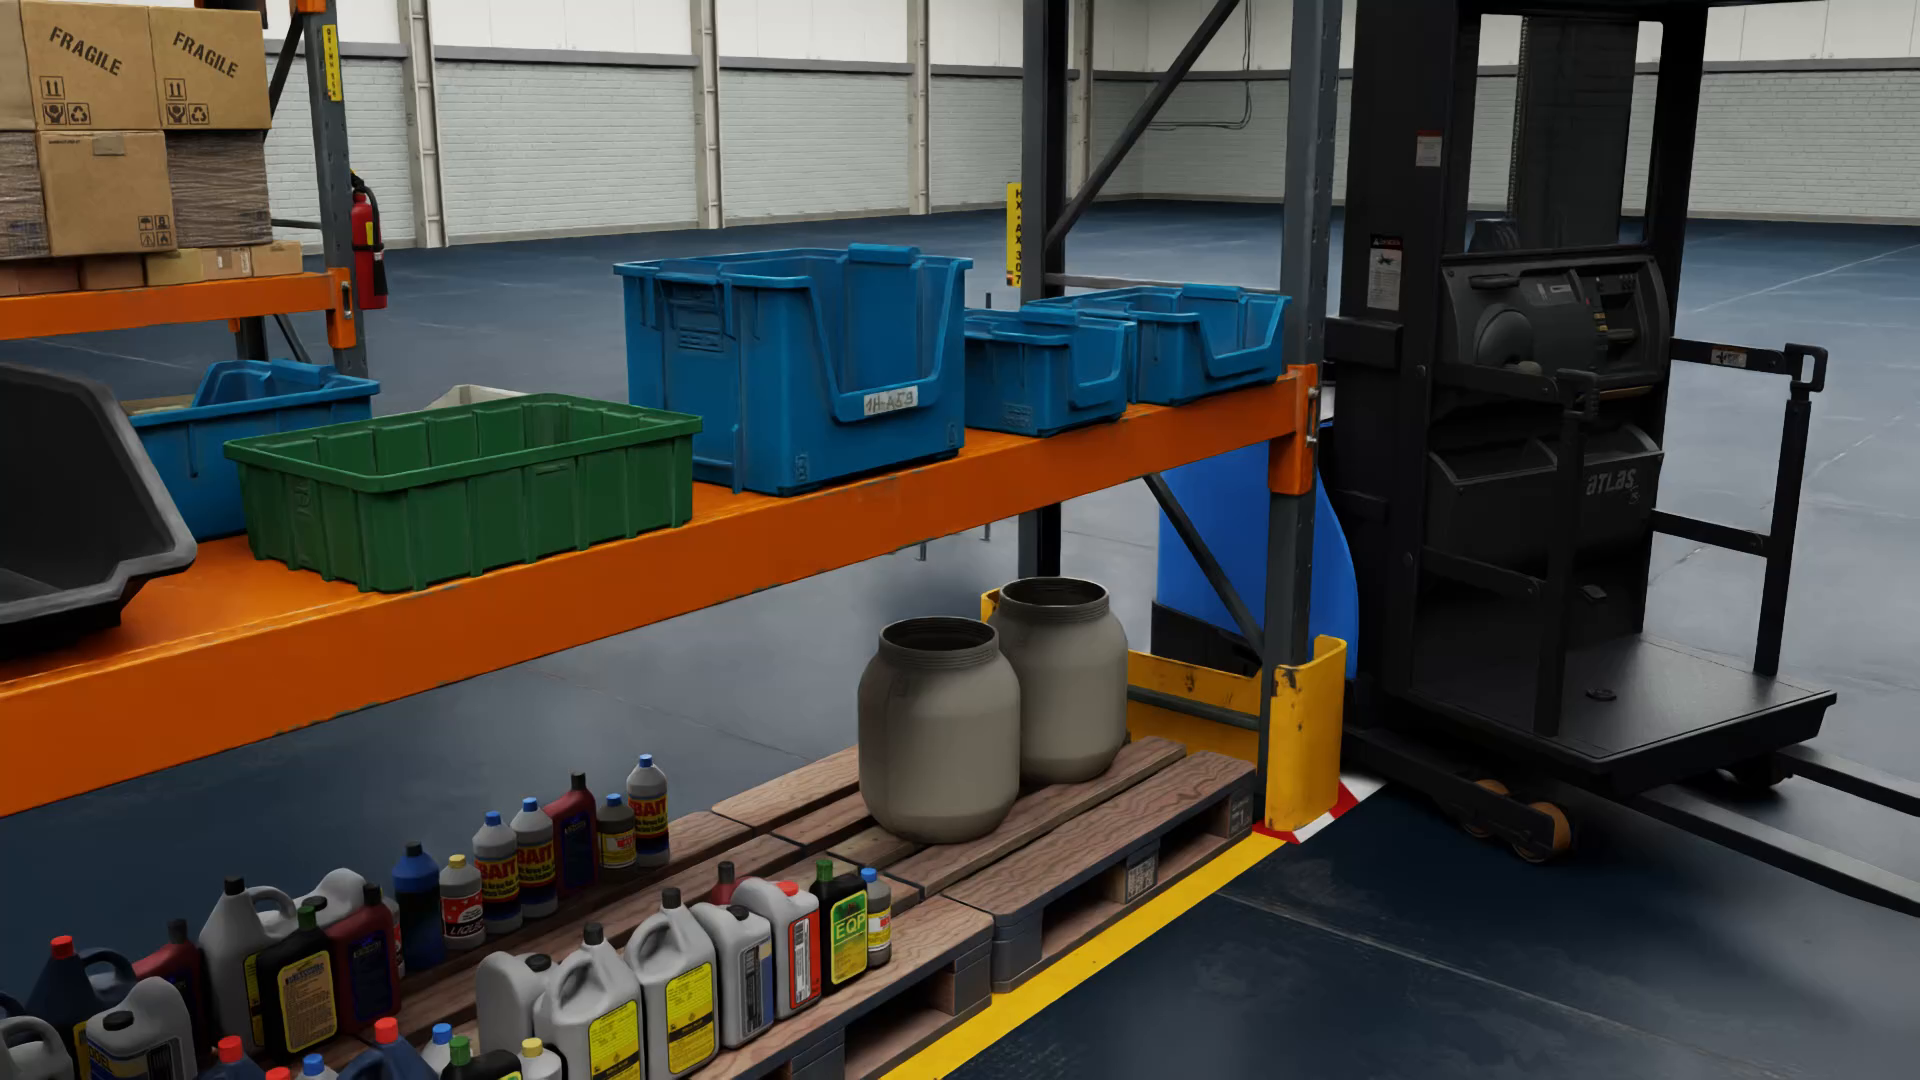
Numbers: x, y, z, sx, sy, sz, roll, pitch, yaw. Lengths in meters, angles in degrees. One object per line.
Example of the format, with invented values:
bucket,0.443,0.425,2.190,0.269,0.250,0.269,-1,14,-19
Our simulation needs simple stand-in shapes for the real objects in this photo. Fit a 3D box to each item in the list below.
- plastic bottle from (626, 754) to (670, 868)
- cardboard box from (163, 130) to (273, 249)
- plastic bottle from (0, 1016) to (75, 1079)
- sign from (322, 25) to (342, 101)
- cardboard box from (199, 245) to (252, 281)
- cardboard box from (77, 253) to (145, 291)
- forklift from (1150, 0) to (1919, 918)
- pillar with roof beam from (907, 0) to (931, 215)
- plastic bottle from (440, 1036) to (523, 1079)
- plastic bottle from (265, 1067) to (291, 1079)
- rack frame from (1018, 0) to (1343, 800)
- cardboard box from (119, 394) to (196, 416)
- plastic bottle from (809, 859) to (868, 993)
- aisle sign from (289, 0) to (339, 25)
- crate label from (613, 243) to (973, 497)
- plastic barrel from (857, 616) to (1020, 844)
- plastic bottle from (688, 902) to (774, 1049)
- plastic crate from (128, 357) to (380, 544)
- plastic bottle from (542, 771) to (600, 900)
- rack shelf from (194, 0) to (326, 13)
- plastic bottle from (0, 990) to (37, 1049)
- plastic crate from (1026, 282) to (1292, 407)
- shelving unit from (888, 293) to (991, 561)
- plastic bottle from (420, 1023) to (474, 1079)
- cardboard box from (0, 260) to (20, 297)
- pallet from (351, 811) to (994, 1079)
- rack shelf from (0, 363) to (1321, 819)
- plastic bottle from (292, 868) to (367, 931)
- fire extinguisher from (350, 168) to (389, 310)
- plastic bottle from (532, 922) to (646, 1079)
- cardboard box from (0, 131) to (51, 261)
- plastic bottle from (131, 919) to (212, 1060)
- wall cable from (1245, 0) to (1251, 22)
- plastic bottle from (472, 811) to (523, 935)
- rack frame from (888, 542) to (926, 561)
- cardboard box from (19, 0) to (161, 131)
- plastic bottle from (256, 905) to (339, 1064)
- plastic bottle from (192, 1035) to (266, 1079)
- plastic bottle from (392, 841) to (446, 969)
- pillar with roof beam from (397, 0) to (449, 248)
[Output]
plastic bottle,-0.766,0.659,4.085,0.097,0.271,0.097,0,14,0
cardboard box,-3.604,-1.607,7.550,0.875,0.500,0.500,11,18,38
plastic bottle,-1.606,0.942,2.810,0.144,0.351,0.185,11,18,38
sign,-2.818,-2.140,7.463,0.100,0.325,0.005,11,18,38
cardboard box,-3.413,-1.260,7.500,0.380,0.149,0.250,11,18,38
cardboard box,-3.699,-1.158,7.101,0.380,0.149,0.250,11,18,38
forklift,1.889,-0.657,4.757,1.130,2.935,3.031,-9,17,-30
pillar with roof beam,2.486,-10.660,31.811,9.100,9.000,0.400,11,18,38
plastic bottle,-0.814,0.968,2.842,0.061,0.283,0.133,12,19,40
plastic bottle,-1.068,0.997,2.592,0.144,0.351,0.185,12,18,39
rack frame,0.615,-0.749,4.980,1.000,3.000,0.127,11,18,38
cardboard box,-3.642,-0.391,7.793,0.500,0.500,0.500,-12,18,-39
plastic bottle,-0.257,0.799,3.510,0.061,0.283,0.133,12,18,39
aisle sign,-2.965,-2.741,7.541,0.394,0.787,0.004,11,18,38
crate label,-0.331,-0.372,3.424,0.502,0.435,0.616,11,18,38
plastic barrel,-0.054,0.487,4.314,0.421,0.512,0.421,0,14,0
plastic bottle,-0.465,0.848,3.332,0.152,0.276,0.135,11,18,36
plastic crate,-1.414,-0.165,2.983,0.499,0.251,0.616,11,18,38
plastic bottle,-0.923,0.694,3.924,0.061,0.283,0.133,12,18,38
rack shelf,-4.494,-2.238,6.209,1.077,0.370,4.000,11,18,38
plastic bottle,-1.718,0.919,2.898,0.144,0.351,0.185,11,18,36
plastic crate,0.534,-0.535,4.439,0.499,0.251,0.616,11,18,38
shelving unit,-0.104,-0.550,7.850,0.258,1.200,0.503,11,18,38
plastic bottle,-0.887,0.965,2.878,0.097,0.271,0.097,0,14,0
cardboard box,-4.028,-1.066,6.735,0.380,0.149,0.250,11,18,38
pallet,-0.678,1.011,3.713,1.003,0.211,1.213,11,18,38
rack shelf,-0.642,-0.018,3.561,1.077,0.370,4.000,11,18,38
plastic bottle,-1.289,0.827,3.415,0.152,0.276,0.135,12,18,39
fire extinguisher,-2.807,-1.429,7.812,0.296,0.674,0.183,11,18,38
plastic bottle,-0.683,0.879,3.055,0.144,0.351,0.185,11,18,37
cardboard box,-4.173,-1.404,6.750,0.875,0.500,0.500,11,18,38
plastic bottle,-1.527,0.878,3.199,0.061,0.283,0.133,13,19,41
wall cable,7.893,-13.359,38.484,3.097,2.526,0.112,11,18,38
plastic bottle,-1.045,0.744,3.751,0.097,0.271,0.097,0,14,0
rack frame,-0.257,-0.503,7.666,0.240,1.200,0.015,11,18,38
cardboard box,-3.700,-1.953,6.880,0.500,0.500,0.500,11,18,38
plastic bottle,-1.299,0.864,3.251,0.061,0.283,0.133,11,18,38
plastic bottle,-1.181,0.975,2.680,0.144,0.351,0.185,11,18,38
plastic bottle,-1.172,0.782,3.598,0.097,0.271,0.097,0,14,0
pillar with roof beam,-5.056,-8.362,22.764,9.100,9.000,0.400,11,18,38
